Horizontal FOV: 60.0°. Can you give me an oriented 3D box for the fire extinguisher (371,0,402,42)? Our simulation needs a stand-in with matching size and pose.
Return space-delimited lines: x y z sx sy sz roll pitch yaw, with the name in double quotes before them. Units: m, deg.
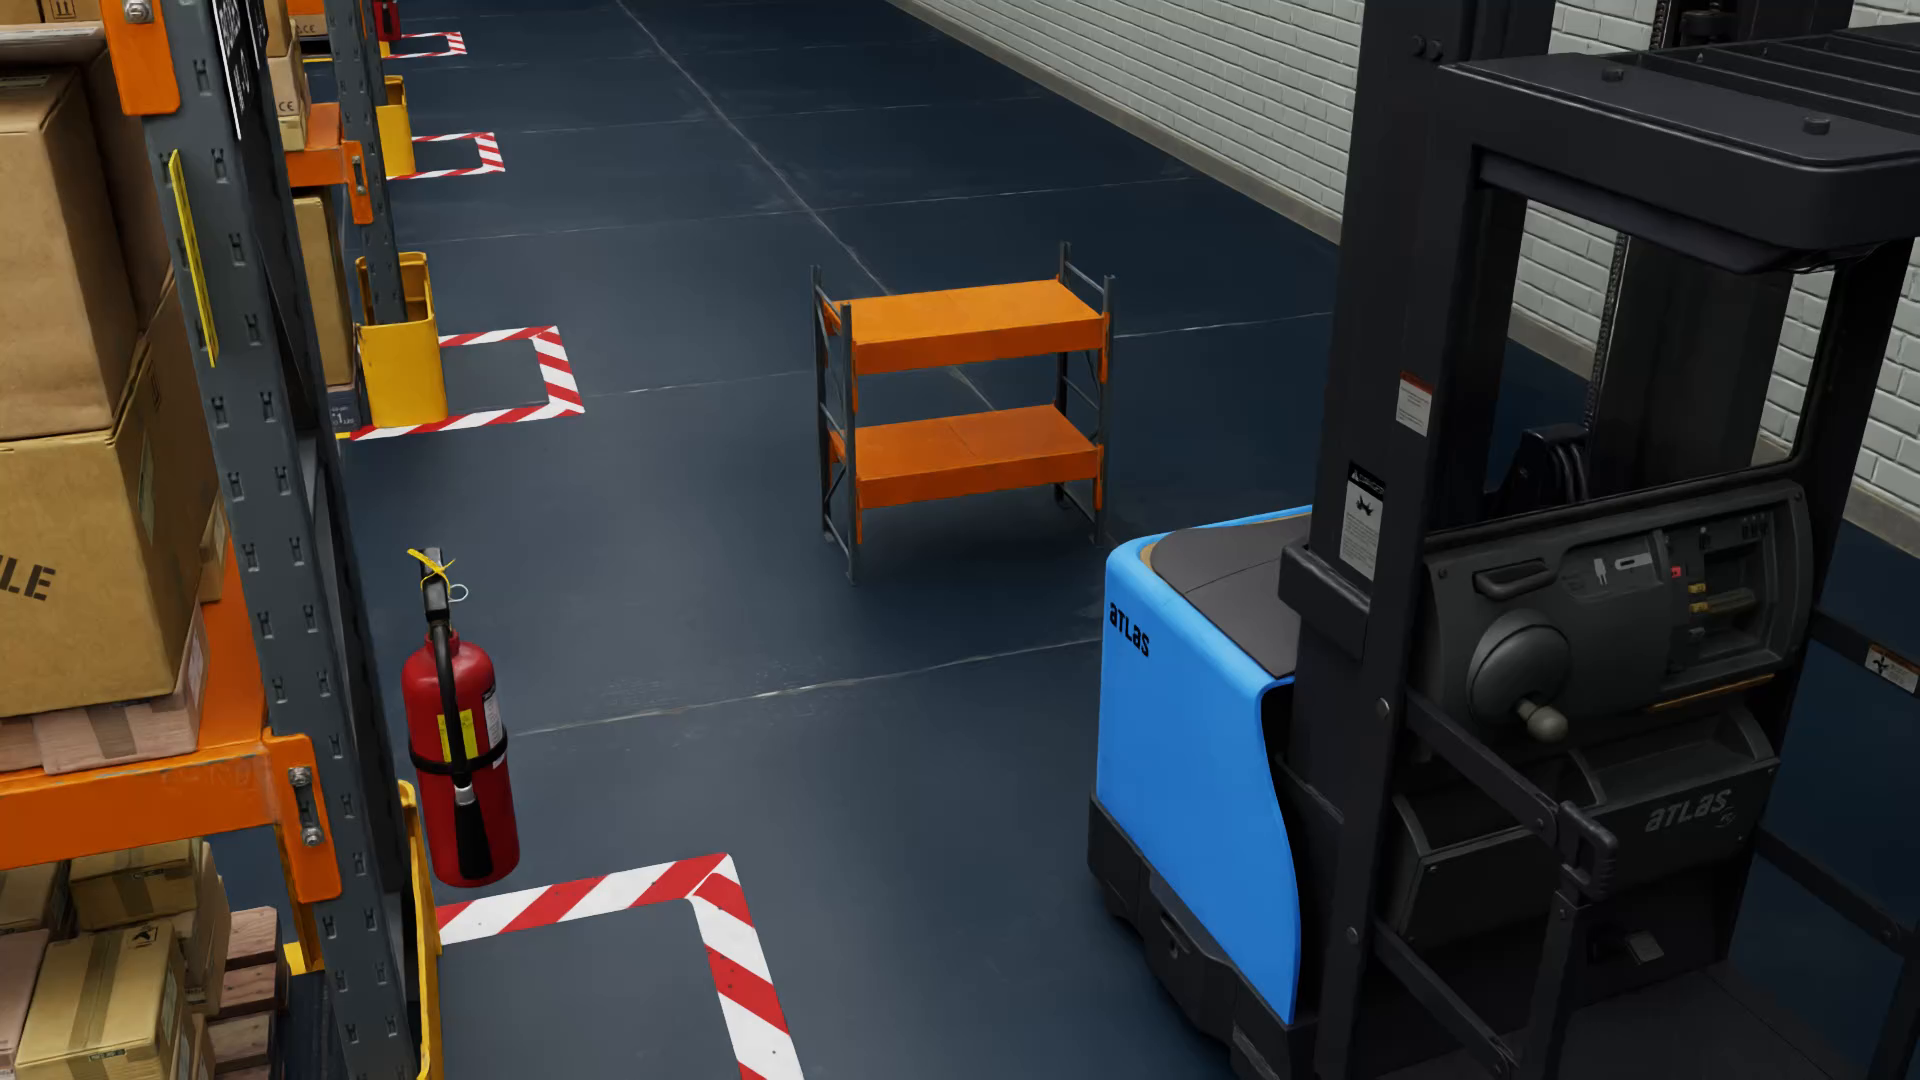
"fire extinguisher" -4.039 -3.847 11.633 0.183 0.674 0.296 -8 28 -16

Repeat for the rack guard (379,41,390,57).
"rack guard" -5.926 -5.185 16.632 0.348 0.500 1.175 -8 28 -16

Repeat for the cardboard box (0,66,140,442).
"cardboard box" -1.708 -0.473 2.758 0.500 0.500 0.500 -9 28 -17

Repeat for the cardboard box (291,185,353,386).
"cardboard box" -3.373 -1.241 7.793 0.875 0.875 0.875 -8 28 -16

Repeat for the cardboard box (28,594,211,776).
"cardboard box" -1.572 0.262 3.132 0.250 0.149 0.380 -8 28 -16

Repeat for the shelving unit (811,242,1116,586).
"shelving unit" 0.006 -0.505 6.502 1.048 1.125 0.538 -8 28 -16

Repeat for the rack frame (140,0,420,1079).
"rack frame" -1.350 -0.015 3.407 0.127 3.000 1.000 -8 28 -16

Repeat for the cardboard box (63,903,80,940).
"cardboard box" -2.205 0.918 3.927 0.250 0.149 0.380 -8 28 -16

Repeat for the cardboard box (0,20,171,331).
"cardboard box" -1.859 -0.691 3.198 0.500 0.500 0.500 -8 28 -16

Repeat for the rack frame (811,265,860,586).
"rack frame" -0.477 -0.435 6.361 0.032 1.125 0.500 -8 28 -16

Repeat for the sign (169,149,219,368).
"sign" -1.197 -0.438 2.601 0.005 0.325 0.100 -8 28 -16

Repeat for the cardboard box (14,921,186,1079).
"cardboard box" -1.774 0.987 3.453 0.250 0.149 0.380 -8 27 -16

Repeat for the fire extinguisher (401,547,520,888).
"fire extinguisher" -0.967 0.347 3.184 0.183 0.674 0.296 -8 28 -16

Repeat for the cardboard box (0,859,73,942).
"cardboard box" -2.178 0.825 3.781 0.250 0.149 0.380 -8 27 -15

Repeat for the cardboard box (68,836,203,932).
"cardboard box" -1.953 0.736 3.960 0.250 0.149 0.380 -10 28 -18

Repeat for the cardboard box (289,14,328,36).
"cardboard box" -6.294 -5.214 16.195 0.500 0.500 0.500 -8 28 -16

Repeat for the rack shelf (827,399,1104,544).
"rack shelf" 0.006 -0.286 6.610 1.000 0.278 0.538 -8 28 -16

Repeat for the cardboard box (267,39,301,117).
"cardboard box" -3.168 -2.013 7.266 0.500 0.250 0.500 -9 28 -17

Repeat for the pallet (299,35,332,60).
"pallet" -6.684 -4.945 16.475 1.213 0.211 1.003 -8 28 -16

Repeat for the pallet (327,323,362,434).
"pallet" -3.526 -0.734 7.991 1.213 0.211 1.003 -8 28 -16

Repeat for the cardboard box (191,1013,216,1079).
"cardboard box" -1.786 1.234 3.624 0.250 0.149 0.380 -8 27 -15

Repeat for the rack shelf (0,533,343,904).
"rack shelf" -3.251 0.582 3.012 4.000 0.370 1.077 -8 28 -16

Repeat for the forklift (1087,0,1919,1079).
"forklift" 1.396 0.177 3.096 1.130 2.935 3.031 -10 28 -20

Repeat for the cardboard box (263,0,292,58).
"cardboard box" -3.171 -2.350 7.101 0.500 0.500 0.500 -8 27 -15

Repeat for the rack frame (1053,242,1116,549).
"rack frame" 0.490 -0.575 6.643 0.032 1.125 0.500 -8 28 -16

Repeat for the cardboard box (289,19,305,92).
"cardboard box" -3.329 -2.240 7.724 0.500 0.250 0.500 -9 28 -17

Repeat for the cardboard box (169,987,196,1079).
"cardboard box" -1.763 1.134 3.492 0.250 0.149 0.380 -9 28 -17

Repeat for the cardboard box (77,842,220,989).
"cardboard box" -1.927 0.904 3.955 0.250 0.149 0.380 -7 27 -14

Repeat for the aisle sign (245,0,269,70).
"aisle sign" -1.373 -1.316 3.105 0.004 0.787 0.394 -8 28 -16

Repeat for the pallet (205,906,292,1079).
"pallet" -2.205 1.341 3.811 1.213 0.211 1.003 -8 28 -16

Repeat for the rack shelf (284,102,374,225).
"rack shelf" -4.691 -1.529 7.265 4.000 0.370 1.077 -8 28 -16

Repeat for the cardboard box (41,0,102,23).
"cardboard box" -3.805 -2.507 7.418 0.500 0.500 0.500 -9 28 -17

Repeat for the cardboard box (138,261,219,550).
"cardboard box" -1.862 -0.248 3.430 0.500 0.500 0.500 -7 27 -14

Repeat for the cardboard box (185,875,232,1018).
"cardboard box" -1.947 1.010 4.075 0.250 0.149 0.380 -8 27 -15

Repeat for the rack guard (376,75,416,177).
"rack guard" -4.304 -3.110 12.451 0.348 0.500 1.175 -8 28 -16

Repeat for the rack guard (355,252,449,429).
"rack guard" -2.767 -1.010 8.222 0.348 0.500 1.175 -8 28 -16

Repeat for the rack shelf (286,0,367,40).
"rack shelf" -6.225 -3.623 11.483 4.000 0.370 1.077 -8 28 -16

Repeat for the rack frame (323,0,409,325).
"rack frame" -2.789 -2.126 7.660 0.127 3.000 1.000 -8 28 -16

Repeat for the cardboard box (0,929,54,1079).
"cardboard box" -2.031 0.998 3.432 0.250 0.149 0.380 -8 27 -15

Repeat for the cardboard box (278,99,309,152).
"cardboard box" -3.026 -1.825 7.336 0.250 0.149 0.380 -8 27 -15

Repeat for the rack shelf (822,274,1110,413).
"rack shelf" 0.006 -0.767 6.372 1.000 0.278 0.538 -8 28 -16

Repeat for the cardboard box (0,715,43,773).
"cardboard box" -1.820 0.280 3.095 0.250 0.149 0.380 -8 28 -16

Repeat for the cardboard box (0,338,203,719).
"cardboard box" -1.697 -0.022 2.975 0.500 0.500 0.500 -8 27 -15

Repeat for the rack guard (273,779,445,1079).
"rack guard" -1.422 1.115 3.942 0.348 0.500 1.175 -8 28 -16

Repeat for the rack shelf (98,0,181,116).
"rack shelf" -3.251 -0.761 2.345 4.000 0.370 1.077 -8 28 -16

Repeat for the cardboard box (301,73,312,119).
"cardboard box" -3.229 -2.104 7.898 0.250 0.149 0.380 -8 27 -16

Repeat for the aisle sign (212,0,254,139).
"aisle sign" -1.187 -1.063 2.594 0.004 0.787 0.394 -8 28 -16

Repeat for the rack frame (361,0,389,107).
"rack frame" -4.323 -4.220 11.878 0.127 3.000 1.000 -8 28 -16

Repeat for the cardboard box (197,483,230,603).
"cardboard box" -1.759 0.003 3.652 0.250 0.149 0.380 -8 28 -17

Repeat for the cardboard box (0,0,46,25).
"cardboard box" -4.296 -2.433 7.269 0.500 0.500 0.500 -9 28 -17
